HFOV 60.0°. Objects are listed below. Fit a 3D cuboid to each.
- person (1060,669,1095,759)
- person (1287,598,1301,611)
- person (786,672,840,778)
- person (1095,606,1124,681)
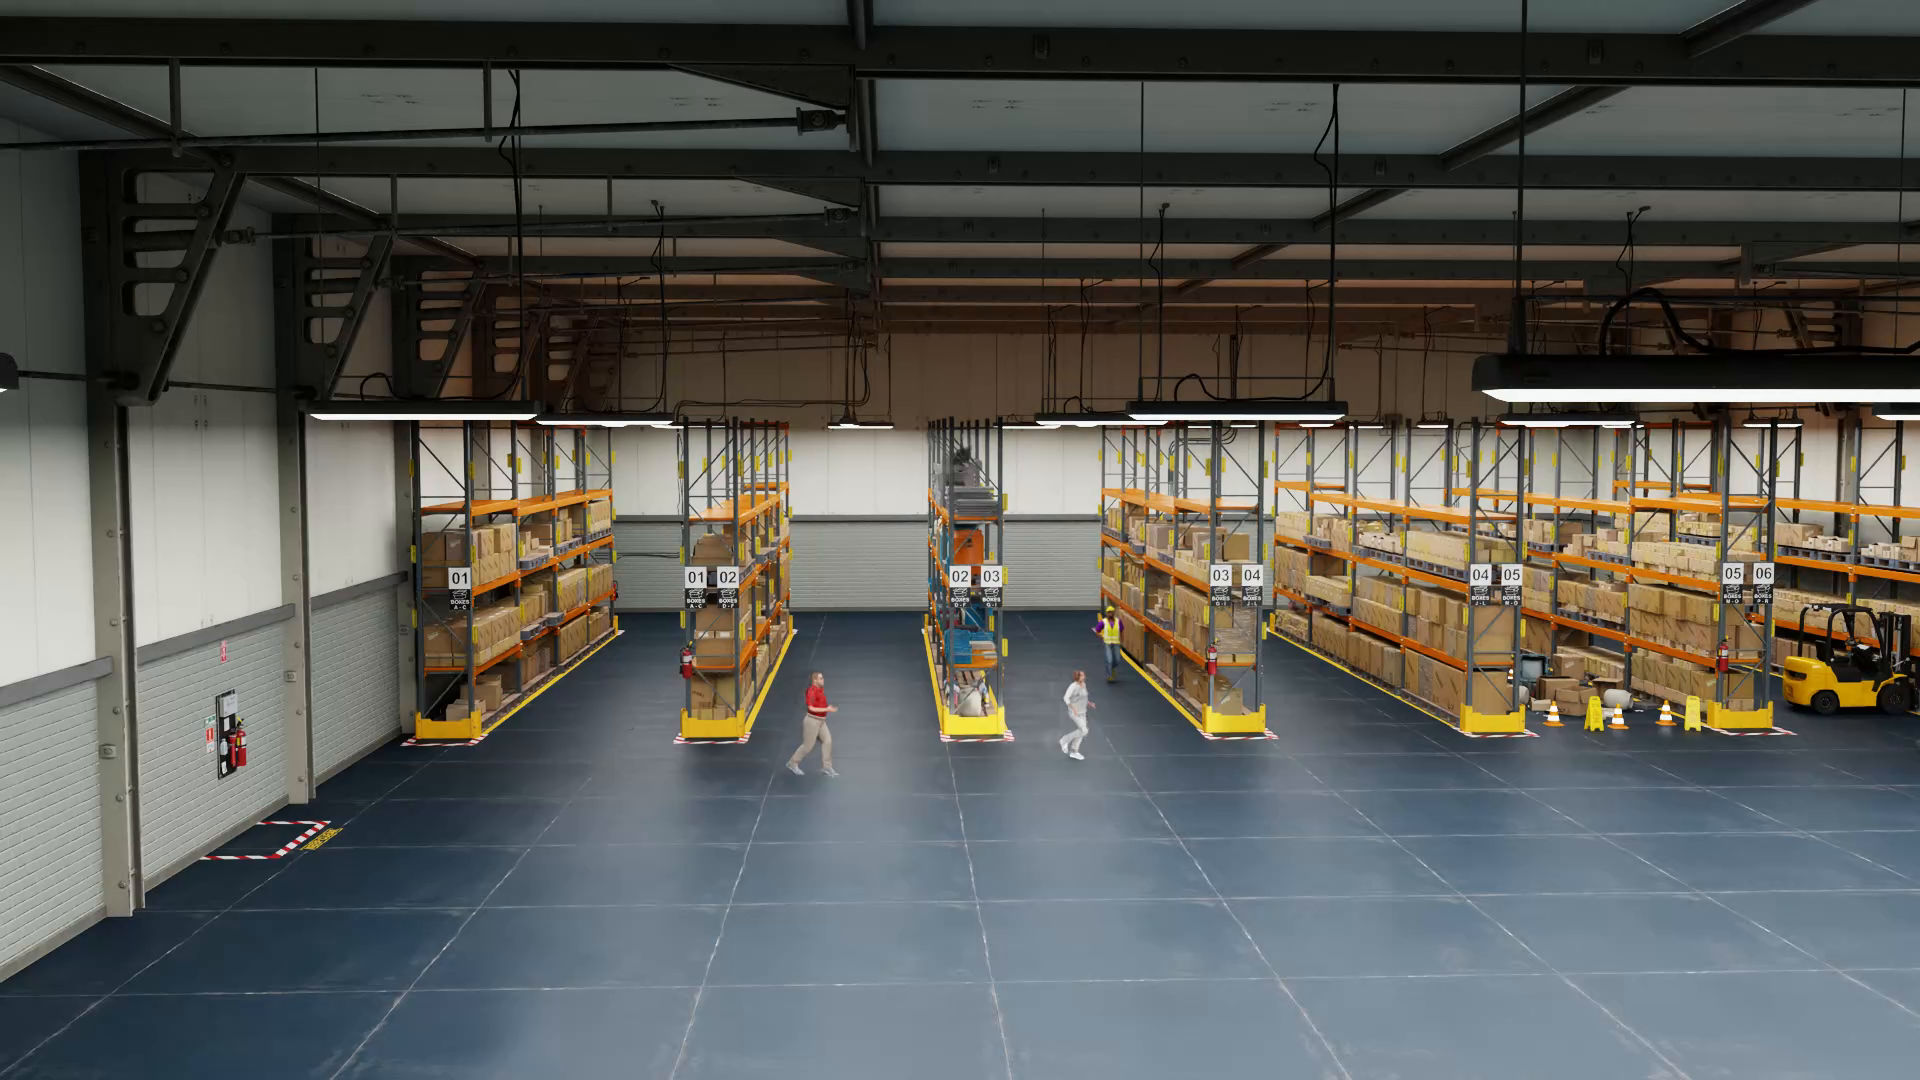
[{"bbox_3d":[2.073,3.048,29.148,0.569,1.570,0.527,2,4,32],"label":"person"},{"bbox_3d":[9.891,1.662,49.300,0.967,1.668,0.549,-2,4,-26],"label":"person"},{"bbox_3d":[-2.431,3.072,27.540,0.893,1.772,0.611,1,4,14],"label":"person"},{"bbox_3d":[3.456,2.376,38.115,0.696,1.718,0.605,-1,4,-8],"label":"person"}]
